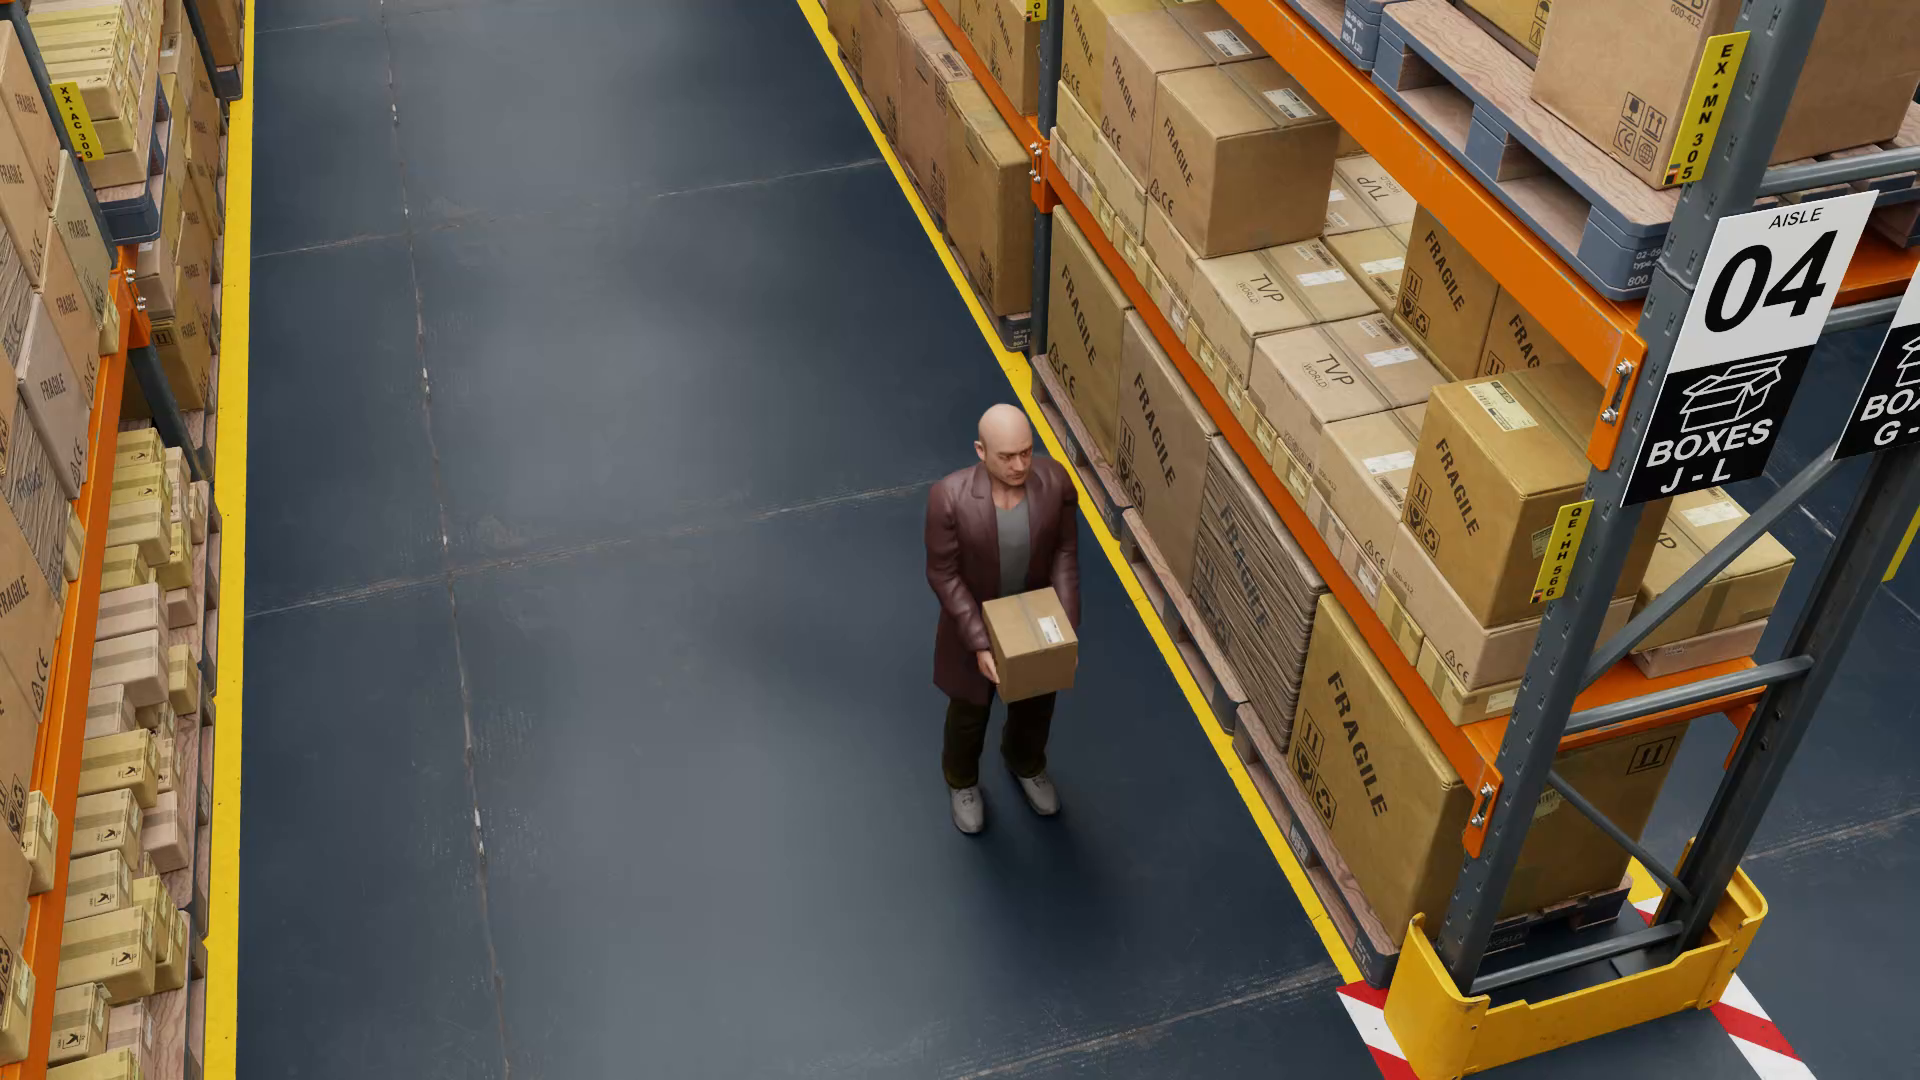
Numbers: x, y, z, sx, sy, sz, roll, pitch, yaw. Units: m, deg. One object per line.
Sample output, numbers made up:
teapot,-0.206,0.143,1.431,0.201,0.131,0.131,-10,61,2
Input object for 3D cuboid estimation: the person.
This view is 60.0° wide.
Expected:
person,0.176,0.345,5.779,0.548,1.780,0.535,-12,43,-13
